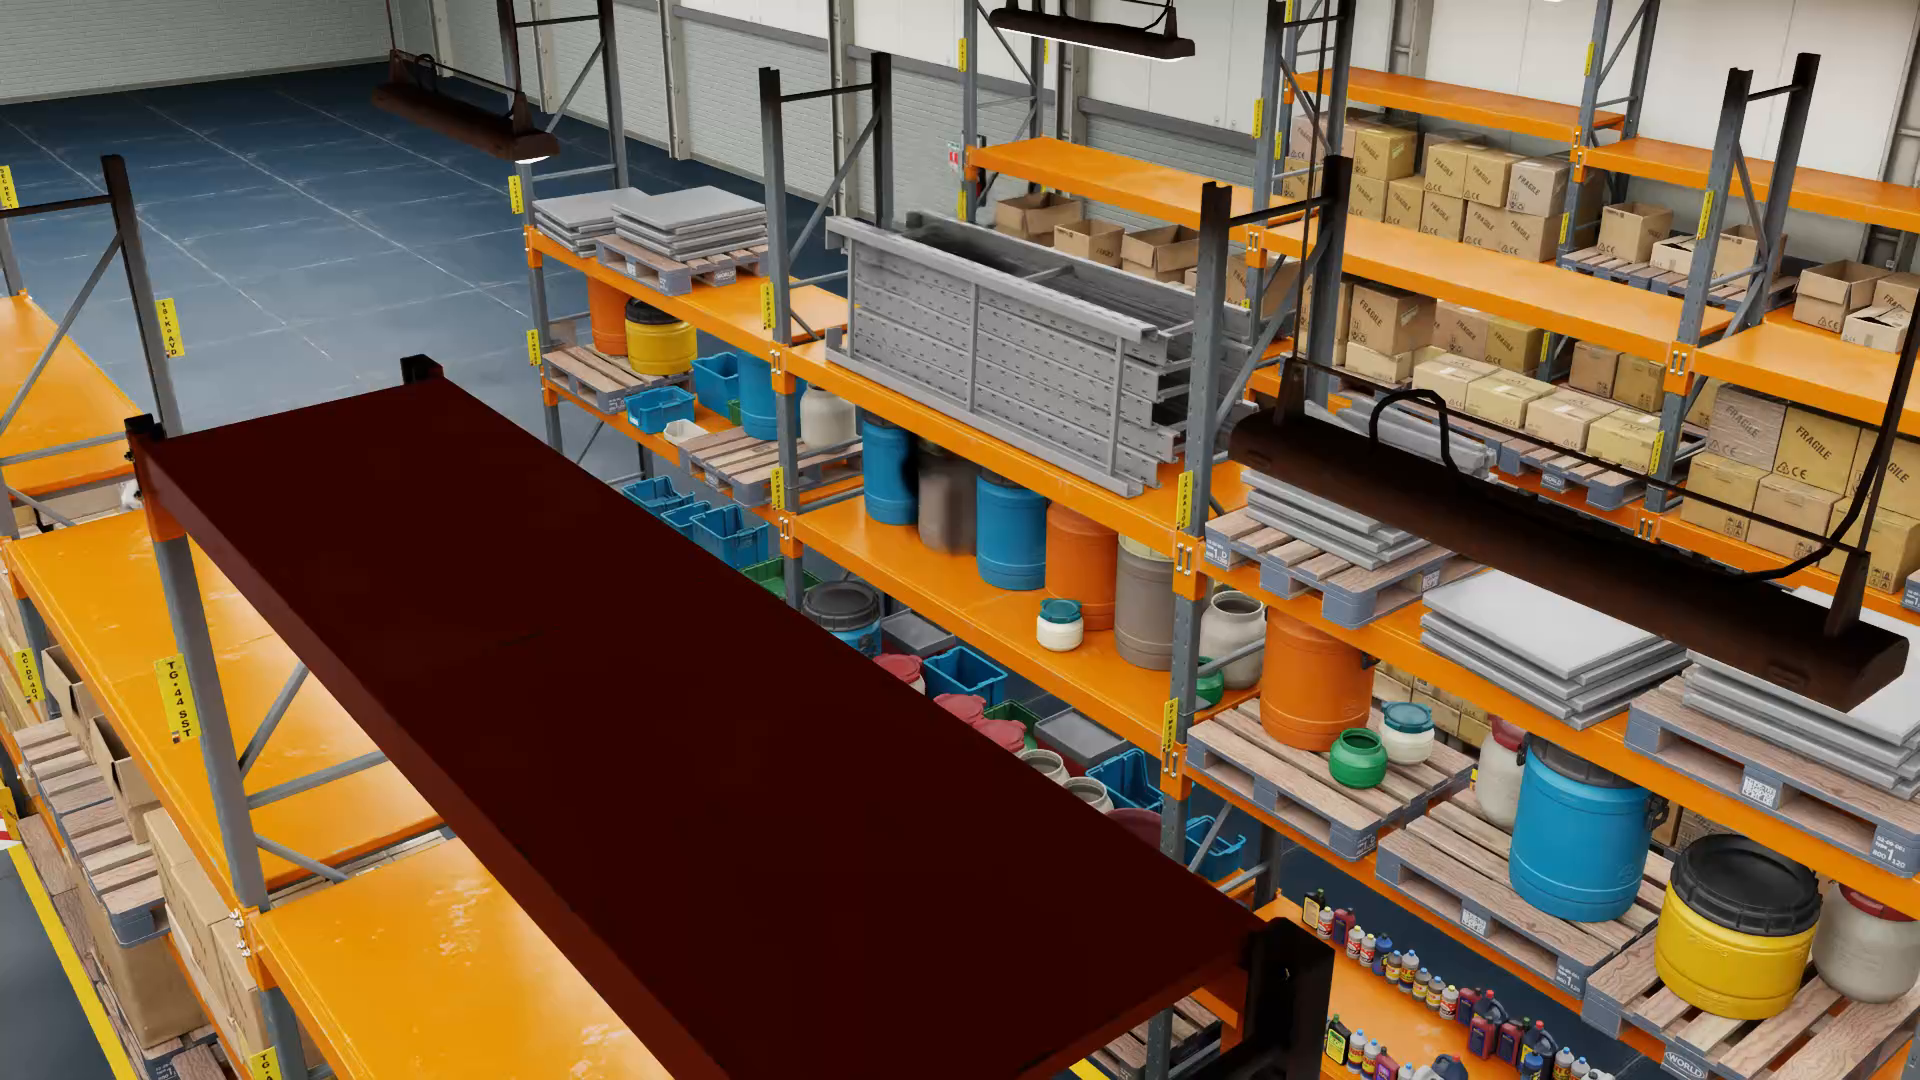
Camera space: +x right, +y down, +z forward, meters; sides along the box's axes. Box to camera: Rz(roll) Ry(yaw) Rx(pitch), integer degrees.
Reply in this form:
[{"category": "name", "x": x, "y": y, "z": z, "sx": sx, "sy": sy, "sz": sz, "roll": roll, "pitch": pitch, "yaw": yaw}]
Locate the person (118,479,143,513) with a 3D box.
[{"category": "person", "x": -8.265, "y": -0.288, "z": 16.915, "sx": 0.876, "sy": 1.669, "sz": 0.643, "roll": -1, "pitch": 26, "yaw": -1}]
